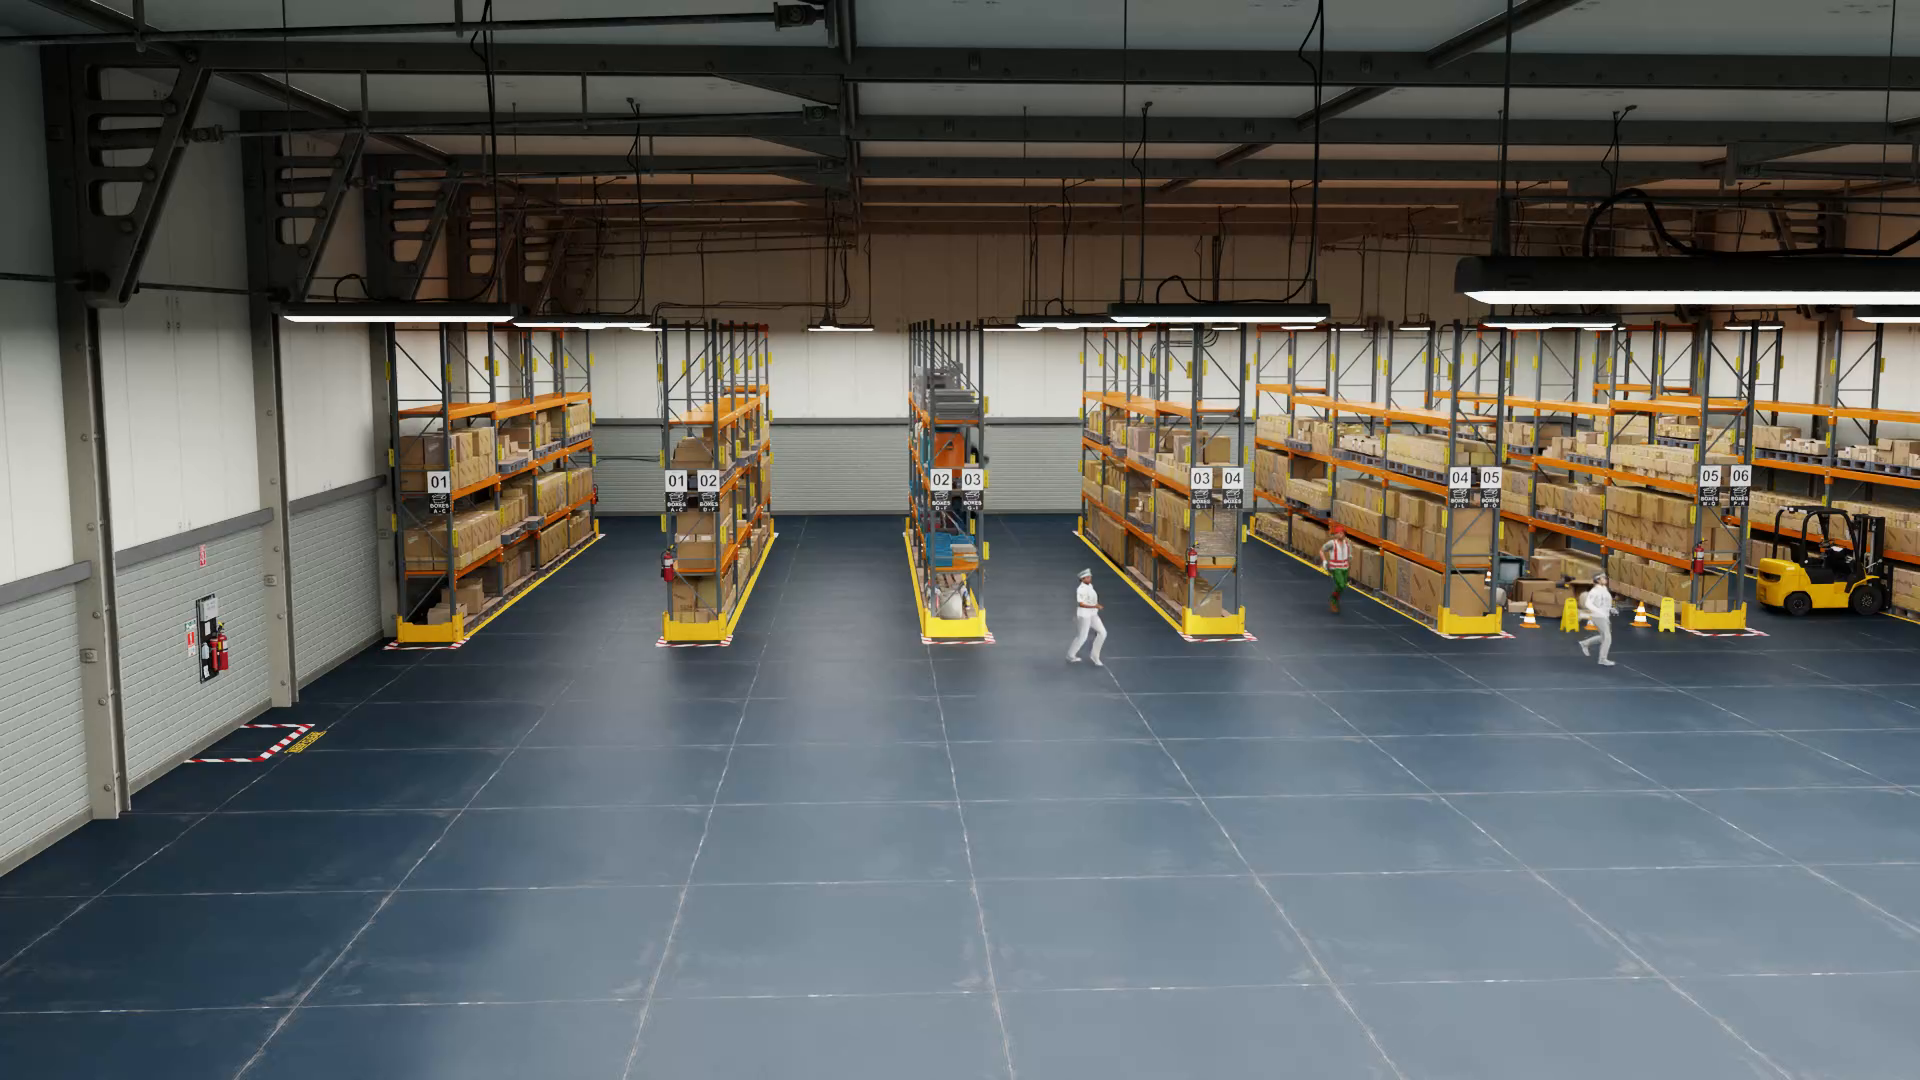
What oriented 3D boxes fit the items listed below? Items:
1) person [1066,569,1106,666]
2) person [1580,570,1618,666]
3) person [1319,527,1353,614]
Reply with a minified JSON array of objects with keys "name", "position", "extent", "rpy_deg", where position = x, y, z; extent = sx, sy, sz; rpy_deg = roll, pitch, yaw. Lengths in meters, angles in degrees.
[{"name":"person","position":[2.211,1.345,28.908],"extent":[0.734,1.728,0.581],"rpy_deg":[5,9,36]},{"name":"person","position":[11.101,1.333,28.945],"extent":[0.666,1.651,0.619],"rpy_deg":[7,10,44]},{"name":"person","position":[7.803,0.618,34.182],"extent":[0.641,1.785,0.702],"rpy_deg":[-3,8,-23]}]
